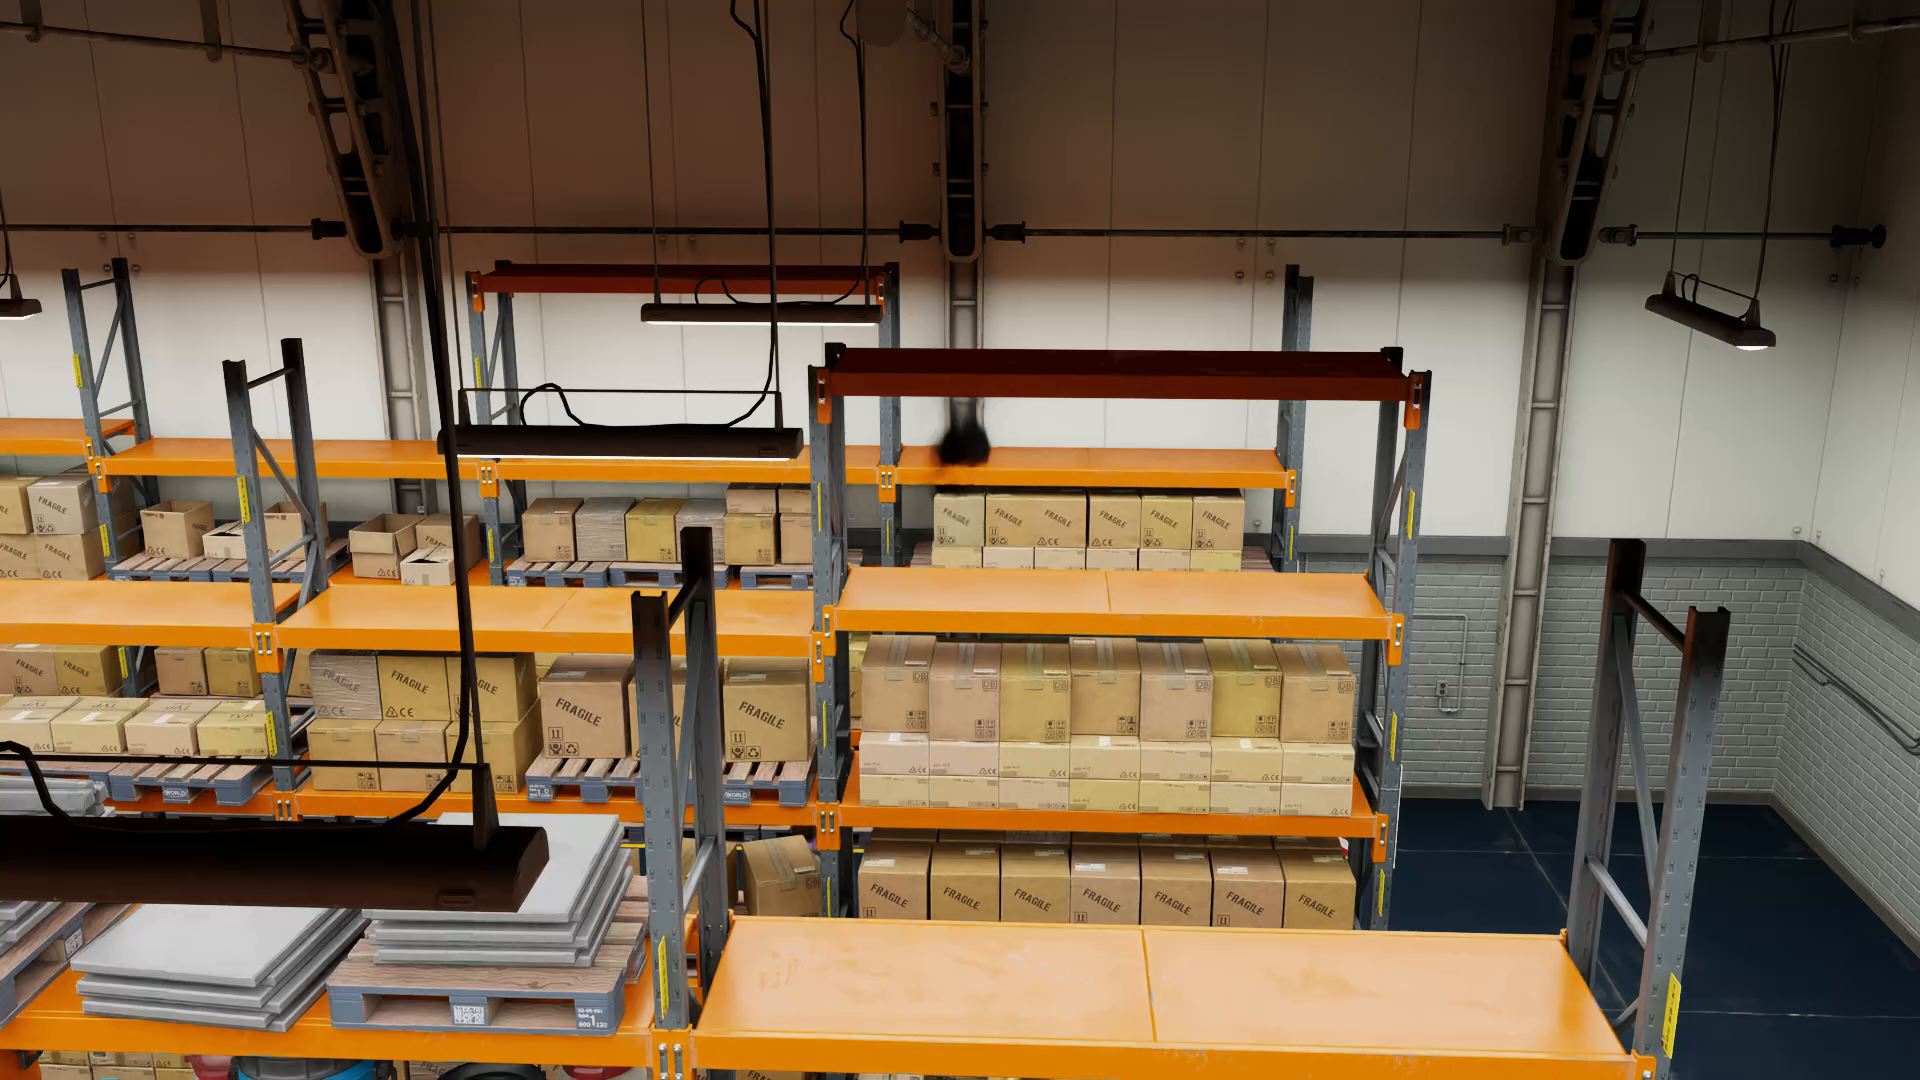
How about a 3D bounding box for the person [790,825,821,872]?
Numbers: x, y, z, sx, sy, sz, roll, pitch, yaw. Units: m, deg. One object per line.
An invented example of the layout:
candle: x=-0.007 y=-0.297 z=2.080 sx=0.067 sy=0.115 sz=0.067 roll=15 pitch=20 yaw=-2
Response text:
person: x=-1.304 y=3.184 z=14.685 sx=0.861 sy=1.609 sz=0.533 roll=1 pitch=16 yaw=3
